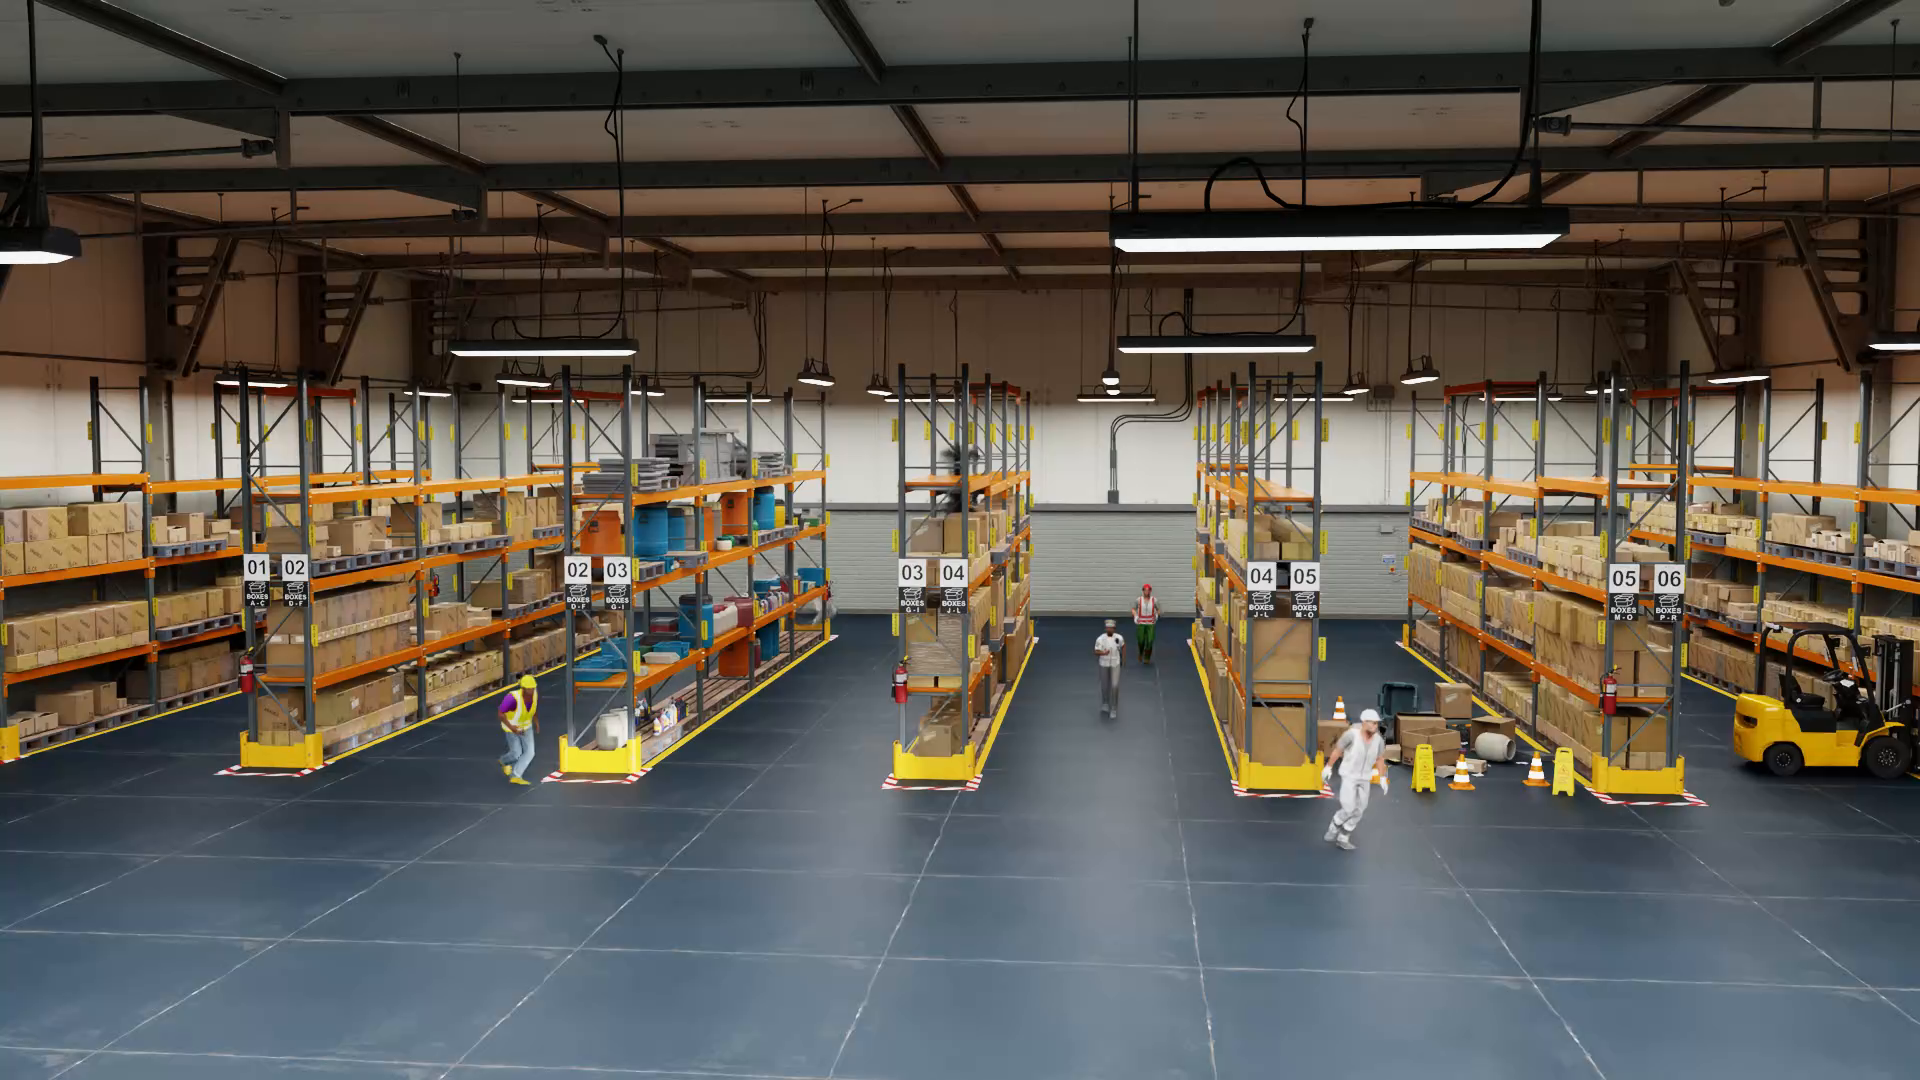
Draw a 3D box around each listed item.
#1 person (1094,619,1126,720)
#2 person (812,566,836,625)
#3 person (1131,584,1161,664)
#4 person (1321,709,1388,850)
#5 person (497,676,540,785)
[{"bbox_3d":[2.658,2.259,29.439,0.565,1.742,0.859,0,4,3],"label":"person"},{"bbox_3d":[-3.401,1.486,41.412,0.729,1.729,0.704,1,4,17],"label":"person"},{"bbox_3d":[4.029,1.823,35.918,0.646,1.743,0.603,0,4,3],"label":"person"},{"bbox_3d":[4.737,2.857,19.869,0.663,1.726,0.618,-1,4,-18],"label":"person"},{"bbox_3d":[-6.328,2.692,23.736,0.988,1.585,0.676,4,5,44],"label":"person"}]
